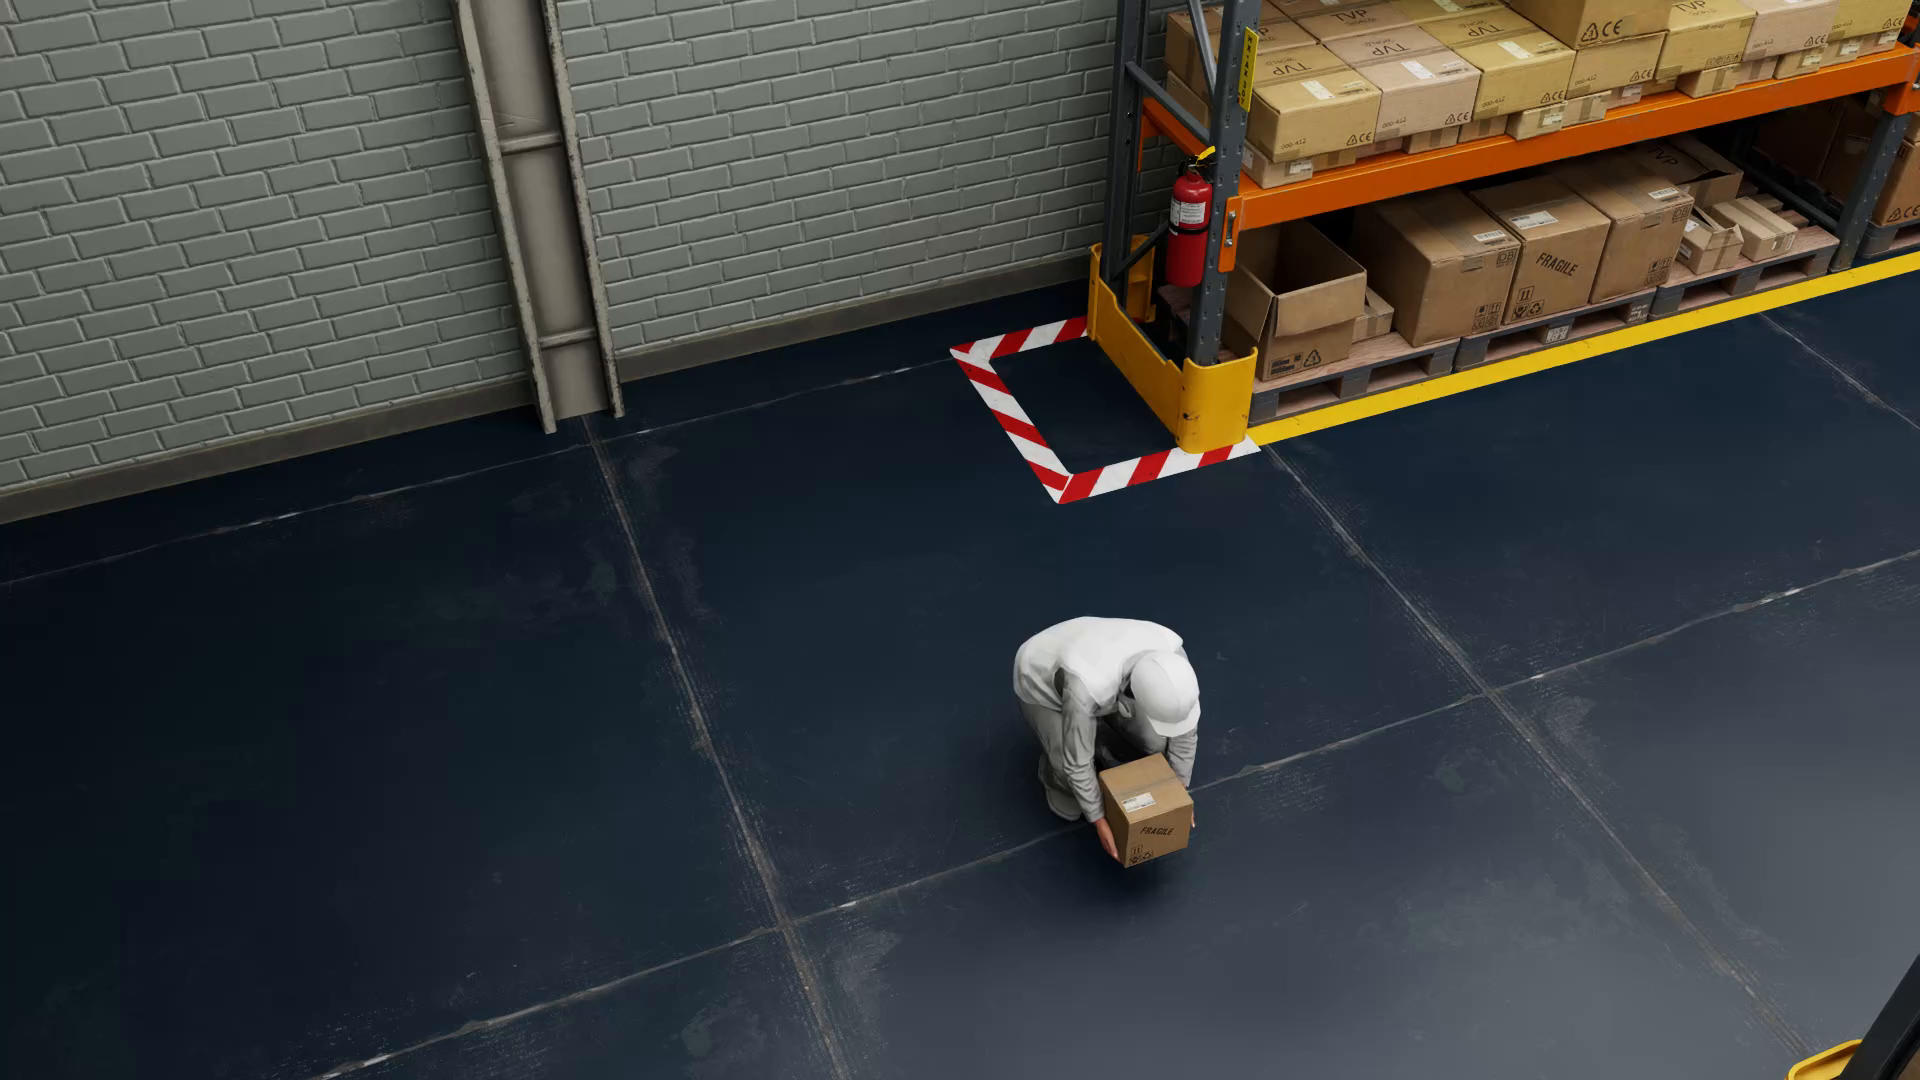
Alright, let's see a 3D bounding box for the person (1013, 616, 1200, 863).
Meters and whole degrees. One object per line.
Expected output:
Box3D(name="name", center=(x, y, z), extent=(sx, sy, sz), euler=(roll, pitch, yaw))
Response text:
Box3D(name="person", center=(0.541, 0.613, 6.032), extent=(0.532, 1.006, 0.867), euler=(-15, 44, -17))
